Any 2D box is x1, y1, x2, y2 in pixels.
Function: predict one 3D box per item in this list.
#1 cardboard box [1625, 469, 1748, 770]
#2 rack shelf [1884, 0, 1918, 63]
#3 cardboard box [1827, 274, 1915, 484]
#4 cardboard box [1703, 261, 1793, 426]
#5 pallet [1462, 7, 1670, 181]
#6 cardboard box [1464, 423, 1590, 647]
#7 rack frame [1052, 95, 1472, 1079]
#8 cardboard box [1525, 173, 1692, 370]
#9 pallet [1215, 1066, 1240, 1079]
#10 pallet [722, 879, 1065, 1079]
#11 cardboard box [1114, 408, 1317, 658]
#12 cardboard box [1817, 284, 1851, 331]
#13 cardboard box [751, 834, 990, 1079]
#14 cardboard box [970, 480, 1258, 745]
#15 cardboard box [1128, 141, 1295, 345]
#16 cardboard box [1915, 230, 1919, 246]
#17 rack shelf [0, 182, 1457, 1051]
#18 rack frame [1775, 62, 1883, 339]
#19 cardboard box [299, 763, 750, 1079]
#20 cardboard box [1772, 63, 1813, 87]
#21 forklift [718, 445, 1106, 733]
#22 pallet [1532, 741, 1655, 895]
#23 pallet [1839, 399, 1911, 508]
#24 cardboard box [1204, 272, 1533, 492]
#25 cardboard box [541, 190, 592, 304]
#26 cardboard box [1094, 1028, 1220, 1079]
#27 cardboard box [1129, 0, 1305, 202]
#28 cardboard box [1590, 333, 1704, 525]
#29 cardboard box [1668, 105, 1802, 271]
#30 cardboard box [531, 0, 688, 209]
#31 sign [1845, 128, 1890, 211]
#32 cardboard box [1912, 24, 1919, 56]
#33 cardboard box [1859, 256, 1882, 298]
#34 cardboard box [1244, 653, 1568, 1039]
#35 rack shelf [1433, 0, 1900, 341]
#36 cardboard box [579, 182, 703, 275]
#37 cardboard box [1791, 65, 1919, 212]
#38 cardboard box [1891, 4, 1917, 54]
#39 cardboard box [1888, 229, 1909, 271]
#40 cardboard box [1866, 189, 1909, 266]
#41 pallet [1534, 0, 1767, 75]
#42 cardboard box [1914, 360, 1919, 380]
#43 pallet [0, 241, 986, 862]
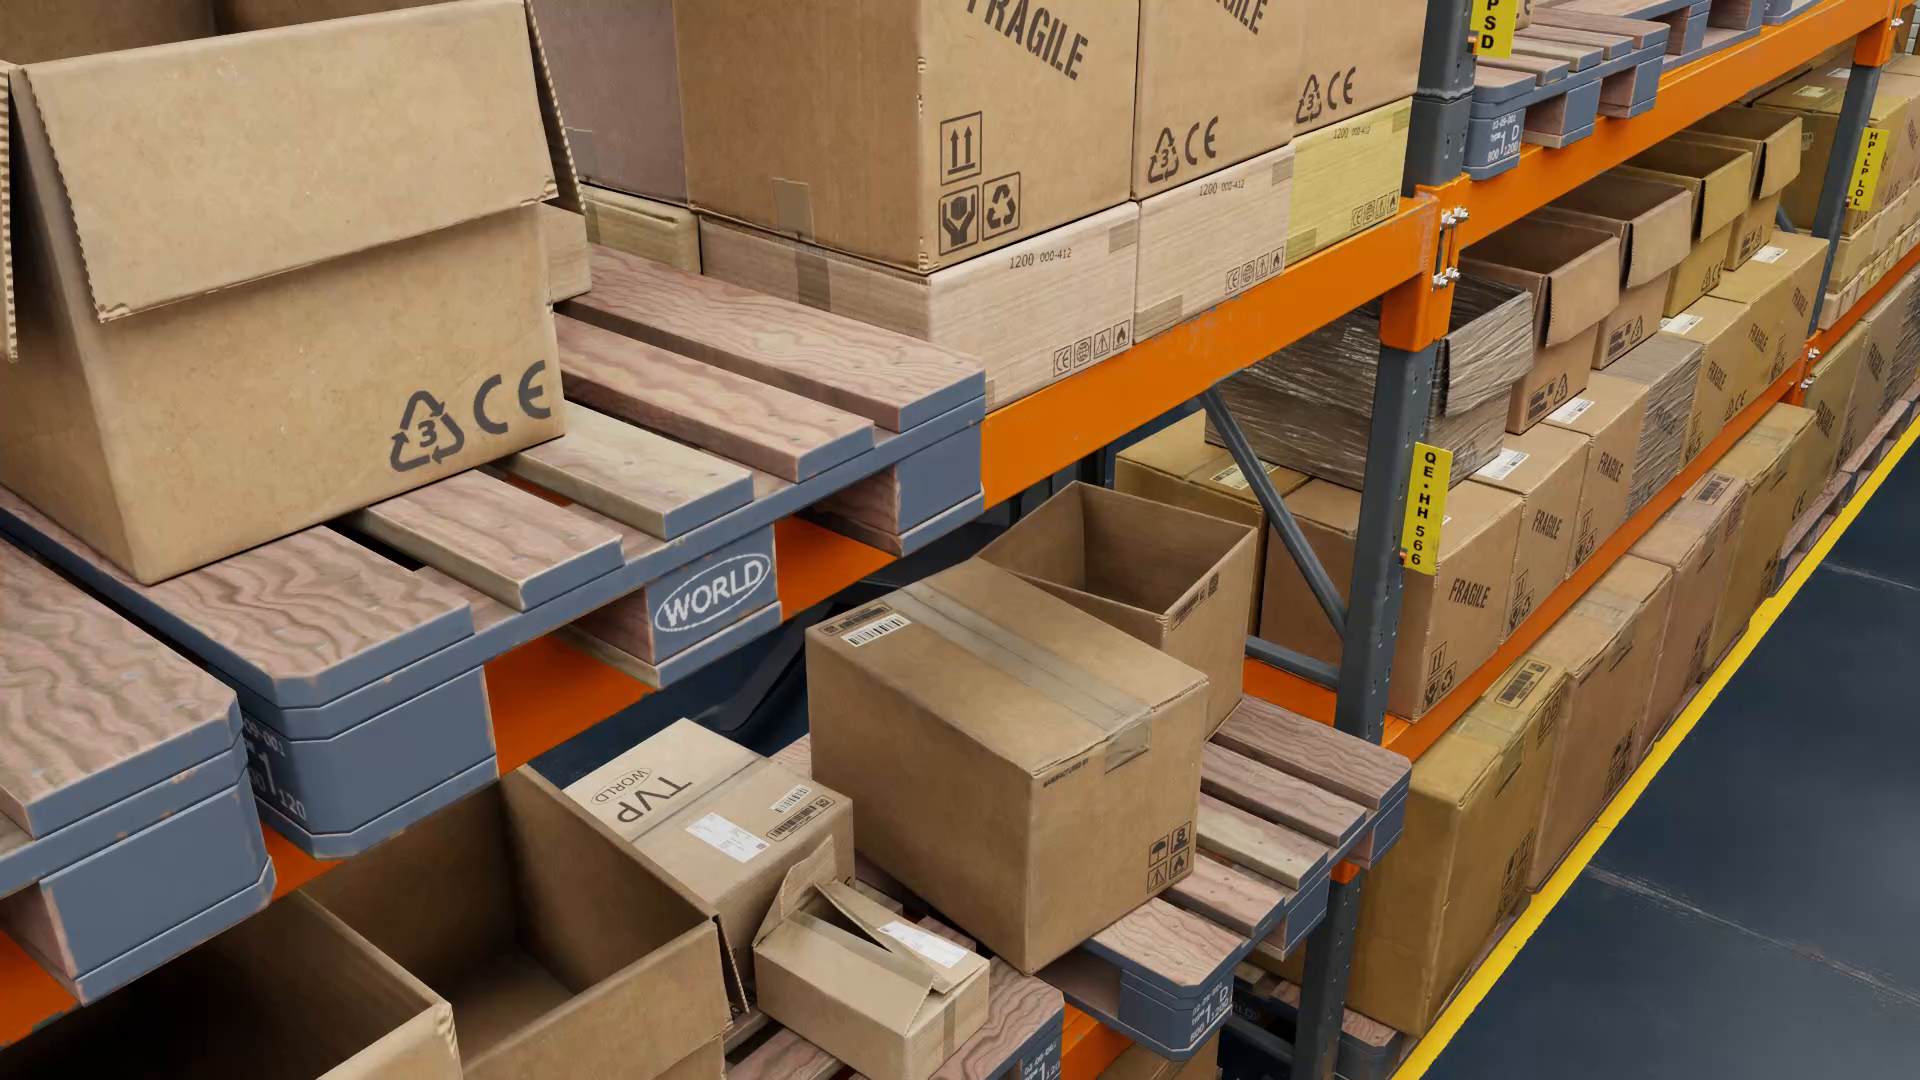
[{"bbox_3d":[2.262,0.140,6.570,1.225,0.875,0.875,19,33,33],"label":"cardboard box"},{"bbox_3d":[4.494,-2.889,8.088,1.077,0.370,4.000,21,34,34],"label":"rack shelf"},{"bbox_3d":[4.276,-0.939,8.656,0.875,0.875,0.875,21,34,34],"label":"cardboard box"},{"bbox_3d":[2.815,-0.792,6.408,0.500,0.500,0.500,22,35,36],"label":"cardboard box"},{"bbox_3d":[1.046,-1.241,4.325,1.213,0.211,1.003,23,35,37],"label":"pallet"},{"bbox_3d":[1.523,-0.069,5.010,0.500,0.500,0.500,20,33,33],"label":"cardboard box"},{"bbox_3d":[0.677,0.251,4.499,1.000,3.000,0.127,21,34,34],"label":"rack frame"},{"bbox_3d":[1.993,-0.963,5.646,0.797,0.503,0.637,22,35,36],"label":"cardboard box"},{"bbox_3d":[0.179,1.767,4.605,1.003,0.211,1.213,21,34,34],"label":"pallet"},{"bbox_3d":[-0.550,1.051,3.164,1.003,0.211,1.213,21,34,34],"label":"pallet"},{"bbox_3d":[0.800,-0.040,4.955,0.500,0.500,0.500,22,35,36],"label":"cardboard box"},{"bbox_3d":[3.666,-1.063,7.313,0.380,0.149,0.250,21,34,35],"label":"cardboard box"},{"bbox_3d":[-0.175,0.795,3.138,0.396,0.266,0.258,20,33,33],"label":"cardboard box"},{"bbox_3d":[0.365,0.224,3.987,0.500,0.500,0.500,16,31,28],"label":"cardboard box"},{"bbox_3d":[0.259,-0.594,3.032,0.500,0.250,0.500,21,34,34],"label":"cardboard box"},{"bbox_3d":[4.657,-1.616,8.383,0.380,0.149,0.250,20,33,33],"label":"cardboard box"},{"bbox_3d":[-0.595,-0.052,2.605,1.077,0.370,4.000,21,34,34],"label":"rack shelf"},{"bbox_3d":[3.222,-1.167,7.241,1.000,3.000,0.127,21,34,34],"label":"rack frame"},{"bbox_3d":[-0.836,0.796,2.878,0.637,0.503,0.797,-24,36,-39],"label":"cardboard box"},{"bbox_3d":[3.629,-1.983,7.842,0.500,0.500,0.500,21,34,35],"label":"cardboard box"},{"bbox_3d":[-0.163,-0.999,6.992,1.130,2.935,3.031,8,28,15],"label":"forklift"},{"bbox_3d":[2.013,0.802,6.470,1.003,0.211,1.213,21,34,34],"label":"pallet"},{"bbox_3d":[4.541,-0.609,9.198,1.003,0.211,1.213,21,34,34],"label":"pallet"},{"bbox_3d":[1.155,-0.493,4.738,0.797,0.503,0.637,22,35,36],"label":"cardboard box"},{"bbox_3d":[-0.752,-0.439,2.367,0.380,0.166,0.250,20,33,33],"label":"cardboard box"},{"bbox_3d":[0.267,1.410,4.502,0.700,0.500,0.500,19,33,32],"label":"cardboard box"},{"bbox_3d":[0.249,-0.920,2.846,0.500,0.500,0.500,21,34,34],"label":"cardboard box"},{"bbox_3d":[2.165,-0.429,5.705,0.500,0.500,0.500,21,34,35],"label":"cardboard box"},{"bbox_3d":[2.822,-1.428,6.545,0.797,0.503,0.637,20,33,33],"label":"cardboard box"},{"bbox_3d":[-0.460,-0.897,2.801,0.500,0.500,0.500,20,33,33],"label":"cardboard box"},{"bbox_3d":[3.646,-1.491,6.693,0.100,0.325,0.005,21,34,34],"label":"sign"},{"bbox_3d":[5.659,-2.734,9.294,0.500,0.500,0.500,21,34,35],"label":"cardboard box"},{"bbox_3d":[4.000,-1.250,7.674,0.380,0.149,0.250,22,35,36],"label":"cardboard box"},{"bbox_3d":[1.132,0.770,5.352,1.225,0.875,0.875,19,33,32],"label":"cardboard box"},{"bbox_3d":[1.949,-1.470,5.346,1.077,0.370,4.000,21,34,34],"label":"rack shelf"},{"bbox_3d":[-0.465,-0.555,2.957,0.500,0.250,0.500,22,34,35],"label":"cardboard box"},{"bbox_3d":[4.043,-1.833,7.551,0.500,0.500,0.500,21,34,34],"label":"cardboard box"},{"bbox_3d":[4.934,-2.715,9.257,0.500,0.500,0.500,20,33,33],"label":"cardboard box"},{"bbox_3d":[4.329,-1.434,8.031,0.380,0.149,0.250,20,34,34],"label":"cardboard box"},{"bbox_3d":[4.043,-1.497,7.719,0.500,0.250,0.500,21,34,34],"label":"cardboard box"},{"bbox_3d":[1.755,-1.638,5.093,1.003,0.211,1.213,23,35,37],"label":"pallet"},{"bbox_3d":[5.420,-1.577,9.890,0.875,0.875,0.875,21,34,34],"label":"cardboard box"},{"bbox_3d":[-0.735,-0.136,2.187,1.213,0.211,1.003,21,34,34],"label":"pallet"}]
